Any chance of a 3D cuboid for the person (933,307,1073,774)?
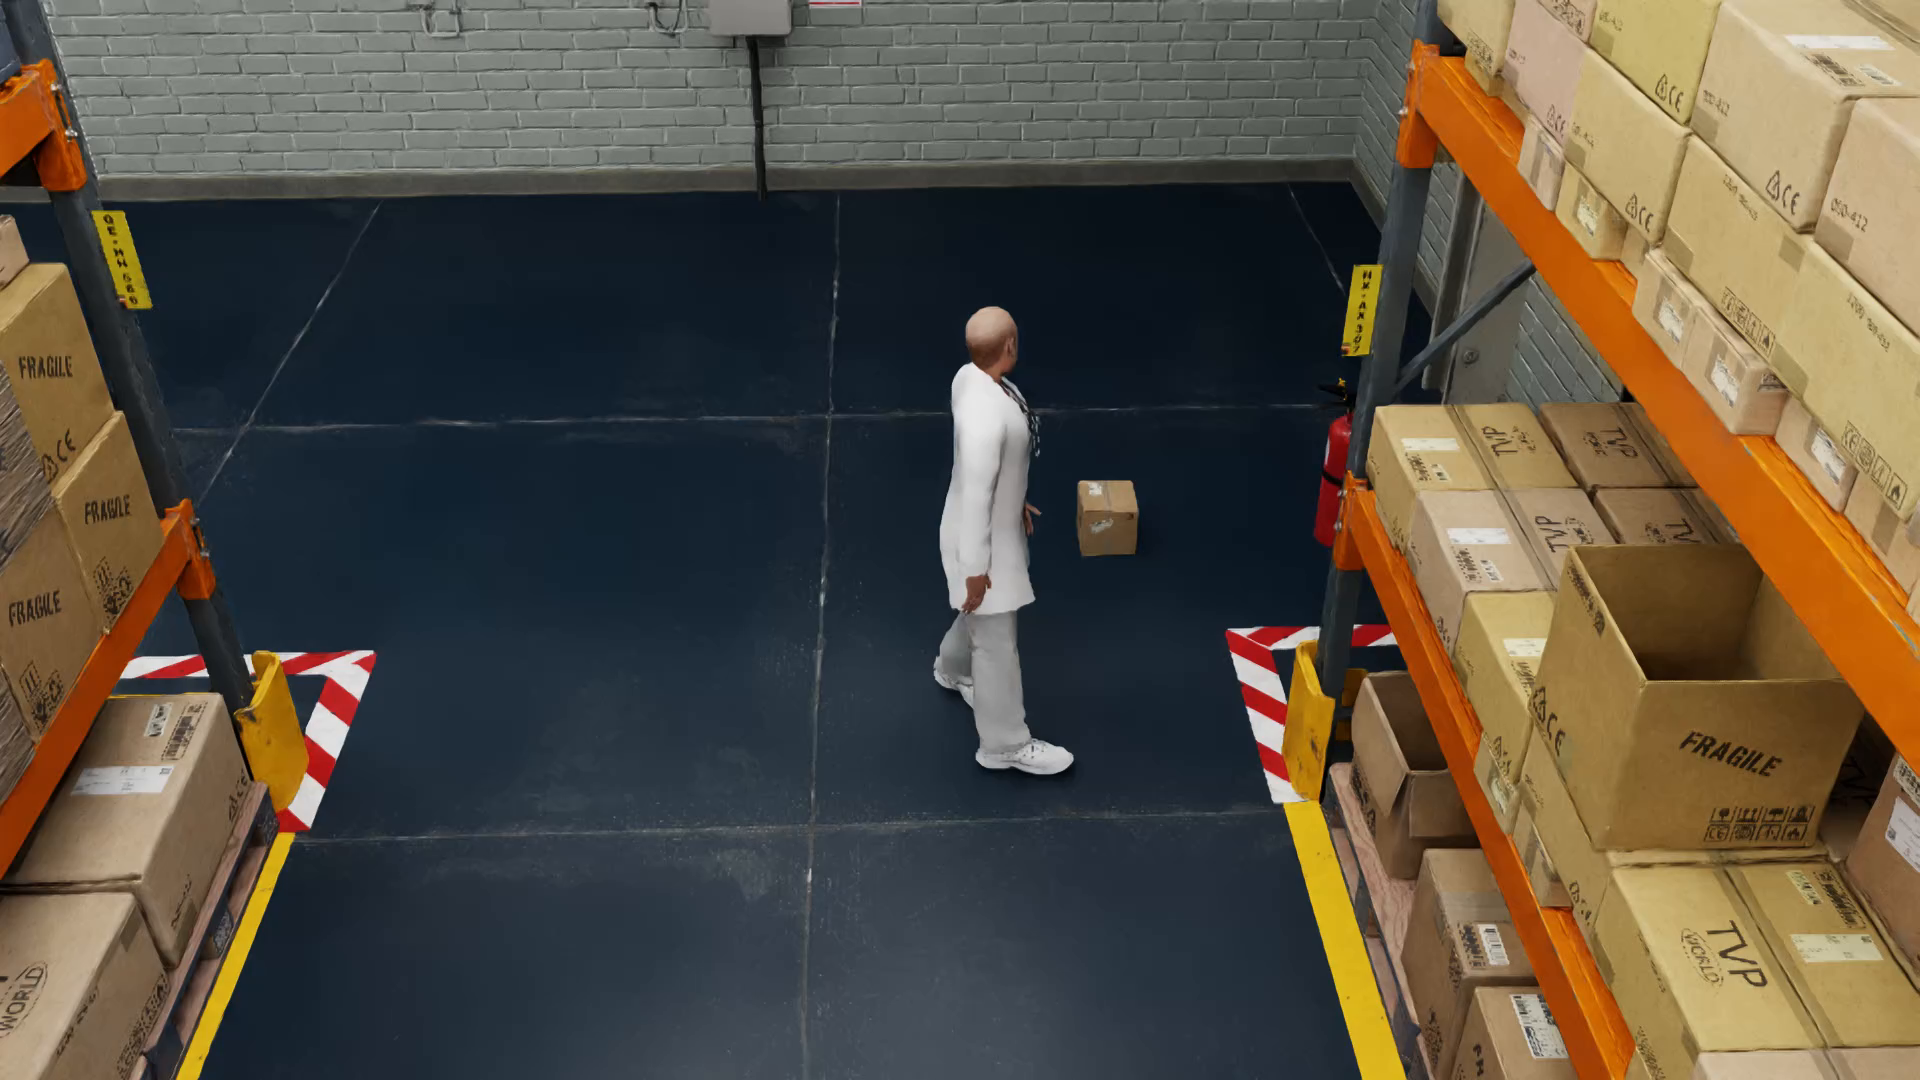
[{"bbox_3d":[0.168,0.004,6.186,0.608,1.773,0.683,4,35,6],"label":"person"}]
